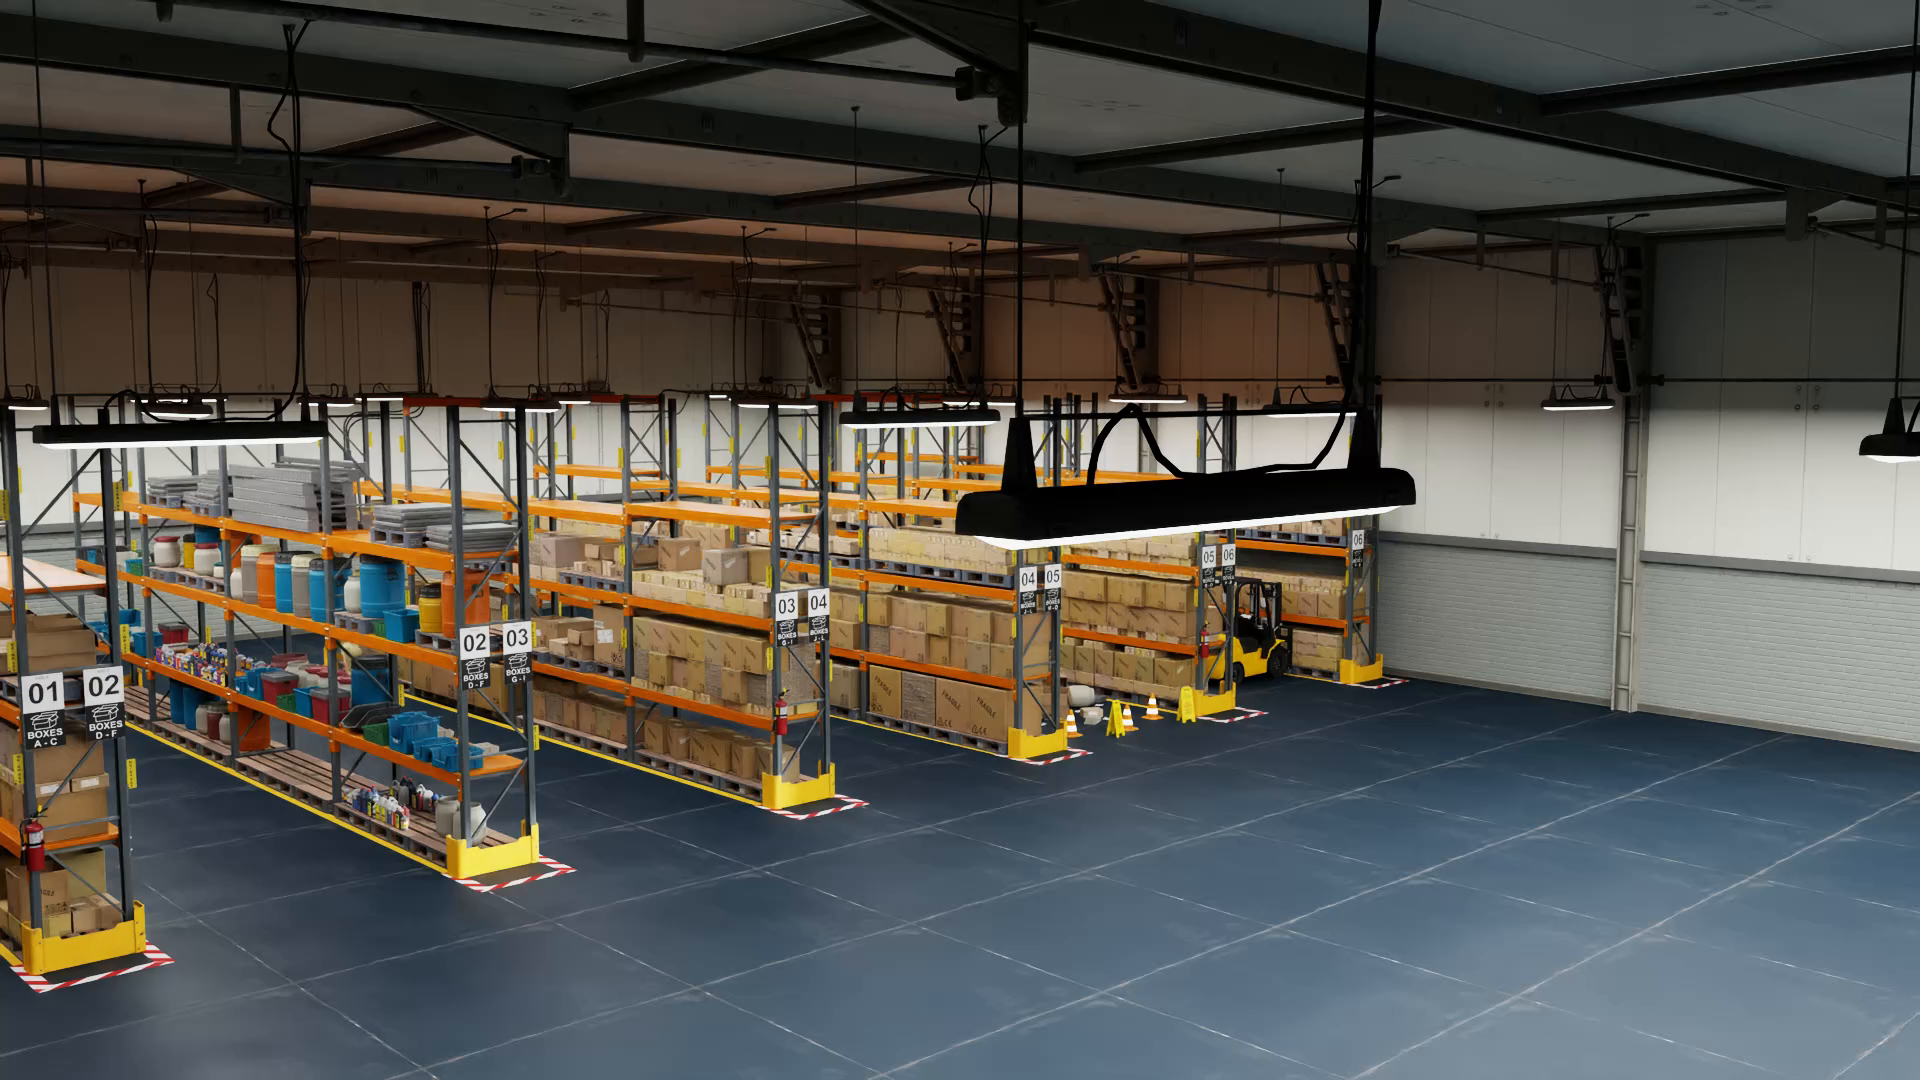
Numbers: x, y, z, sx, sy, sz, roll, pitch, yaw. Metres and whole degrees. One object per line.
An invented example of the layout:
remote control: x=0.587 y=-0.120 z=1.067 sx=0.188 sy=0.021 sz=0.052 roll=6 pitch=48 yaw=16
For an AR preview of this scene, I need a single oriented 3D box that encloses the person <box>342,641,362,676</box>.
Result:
person: x=-11.488 y=2.480 z=31.431 sx=1.082 sy=1.612 sz=0.423 roll=5 pitch=8 yaw=44
